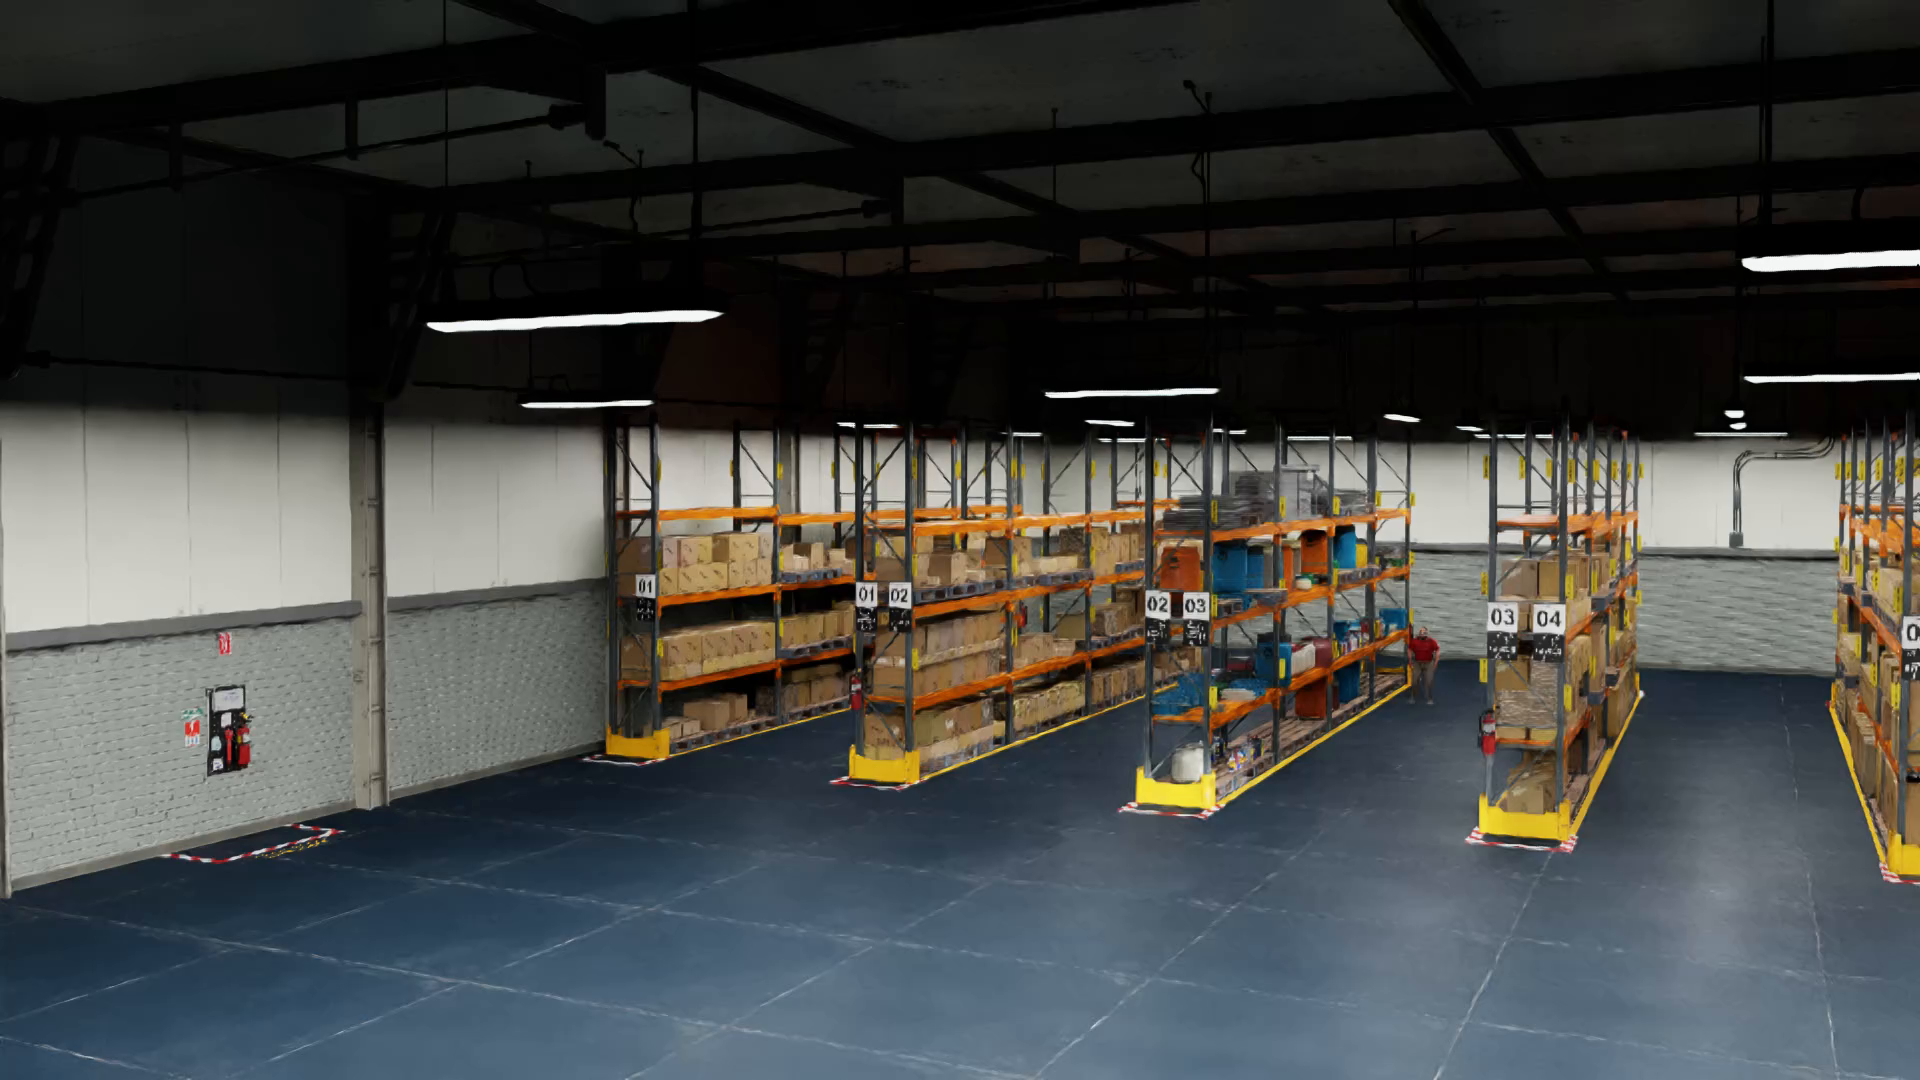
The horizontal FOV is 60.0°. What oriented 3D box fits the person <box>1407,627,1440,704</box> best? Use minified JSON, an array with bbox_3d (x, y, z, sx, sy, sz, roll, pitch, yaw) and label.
[{"bbox_3d":[9.901,2.675,35.535,0.682,1.676,0.535,1,3,22],"label":"person"}]
